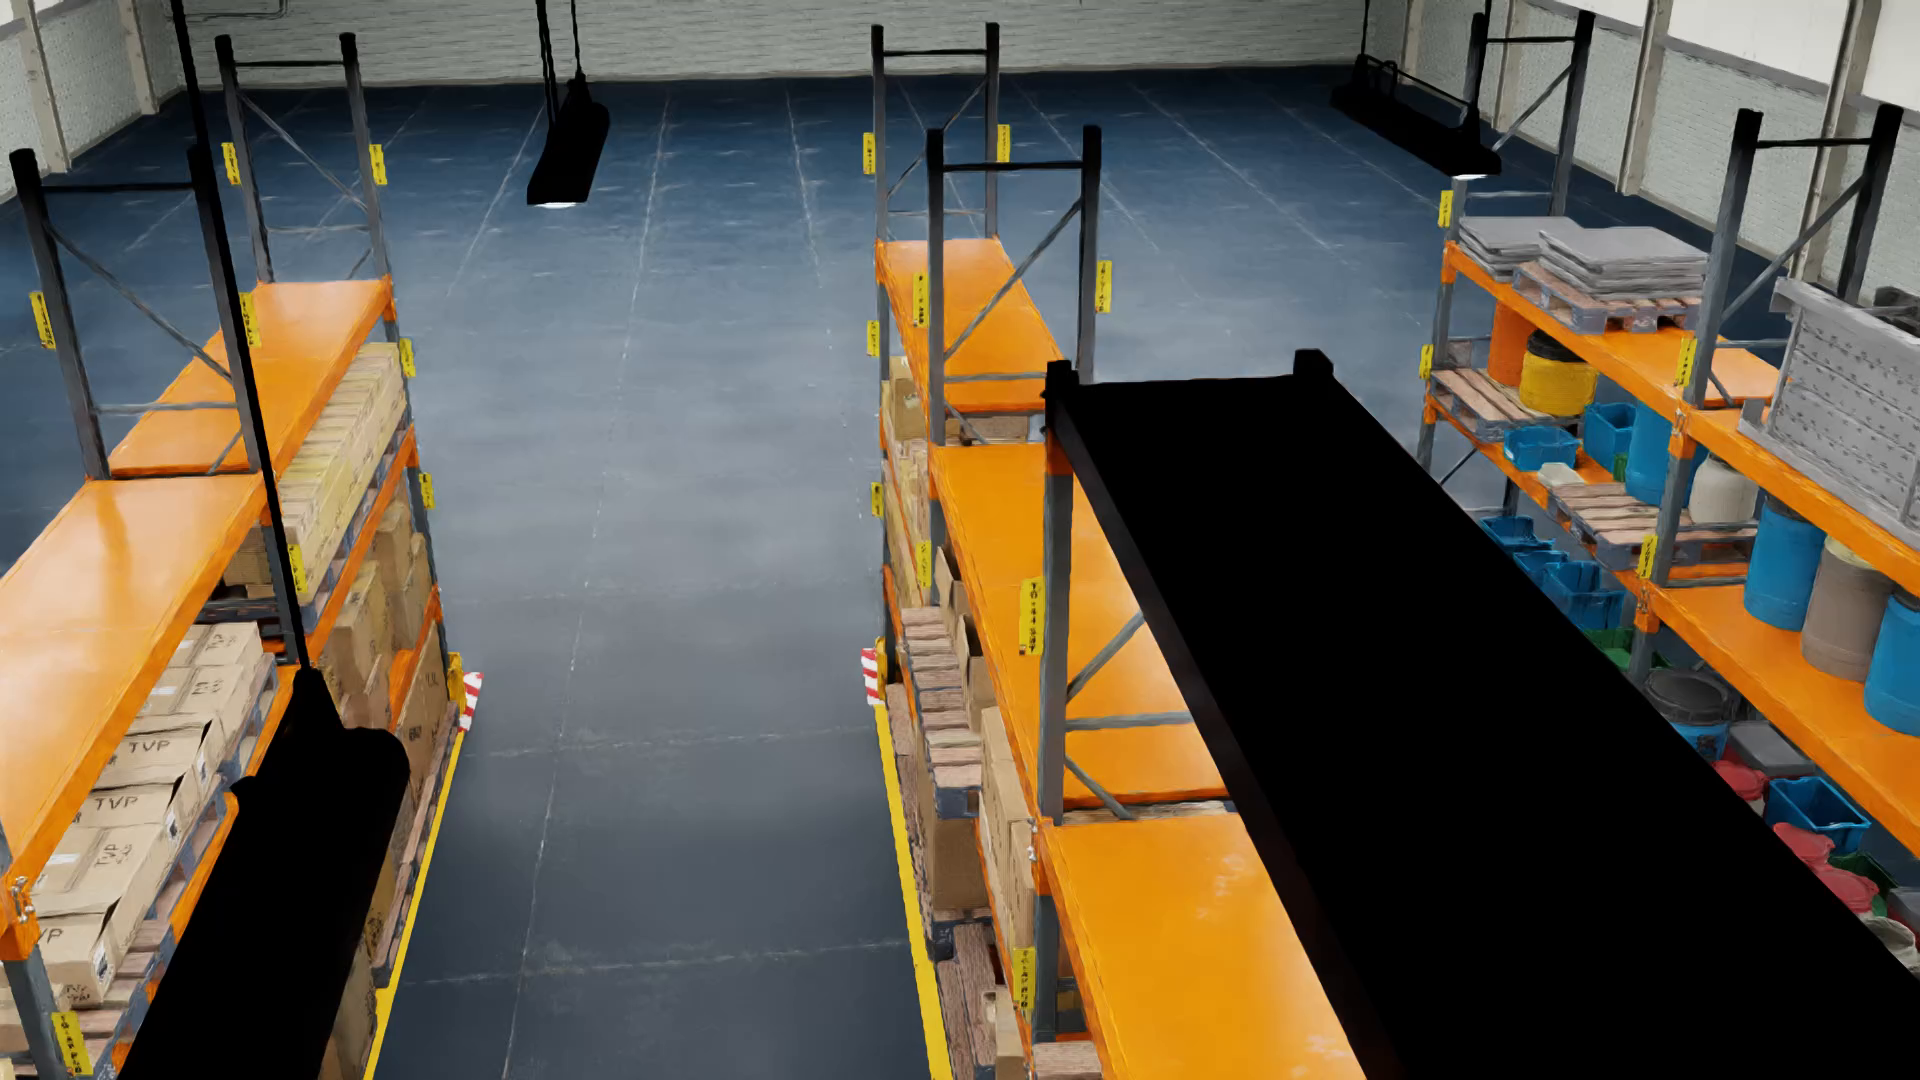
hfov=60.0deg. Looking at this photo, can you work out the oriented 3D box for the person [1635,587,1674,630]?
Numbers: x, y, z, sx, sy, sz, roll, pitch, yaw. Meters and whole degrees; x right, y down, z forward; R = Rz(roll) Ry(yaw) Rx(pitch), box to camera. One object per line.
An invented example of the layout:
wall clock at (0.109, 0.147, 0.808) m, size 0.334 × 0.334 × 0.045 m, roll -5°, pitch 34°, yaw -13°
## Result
person at (6.805, 0.185, 16.126) m, size 0.635 × 1.722 × 1.046 m, roll 6°, pitch 26°, yaw 12°
